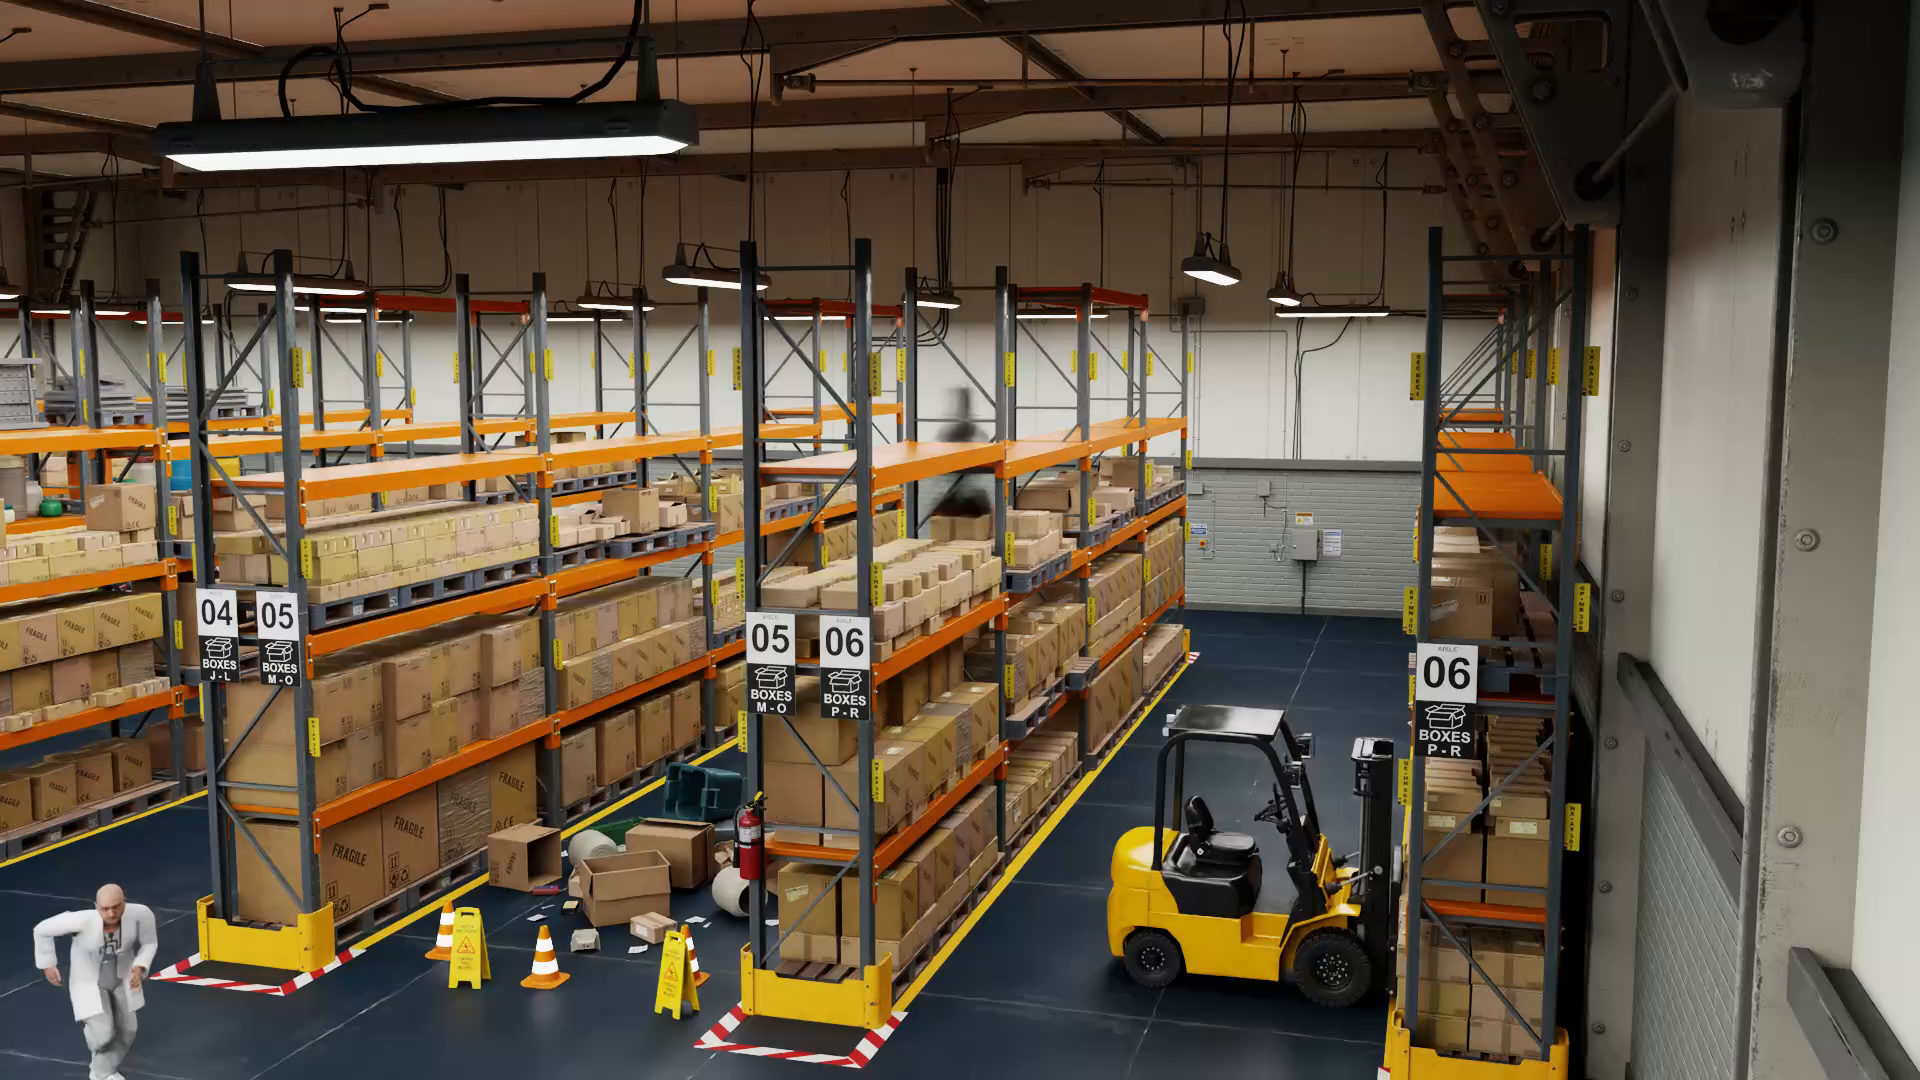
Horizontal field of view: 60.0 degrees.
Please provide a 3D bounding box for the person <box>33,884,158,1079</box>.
[{"bbox_3d":[-5.931,3.104,11.469,0.736,1.599,0.867,-5,8,-39],"label":"person"}]
